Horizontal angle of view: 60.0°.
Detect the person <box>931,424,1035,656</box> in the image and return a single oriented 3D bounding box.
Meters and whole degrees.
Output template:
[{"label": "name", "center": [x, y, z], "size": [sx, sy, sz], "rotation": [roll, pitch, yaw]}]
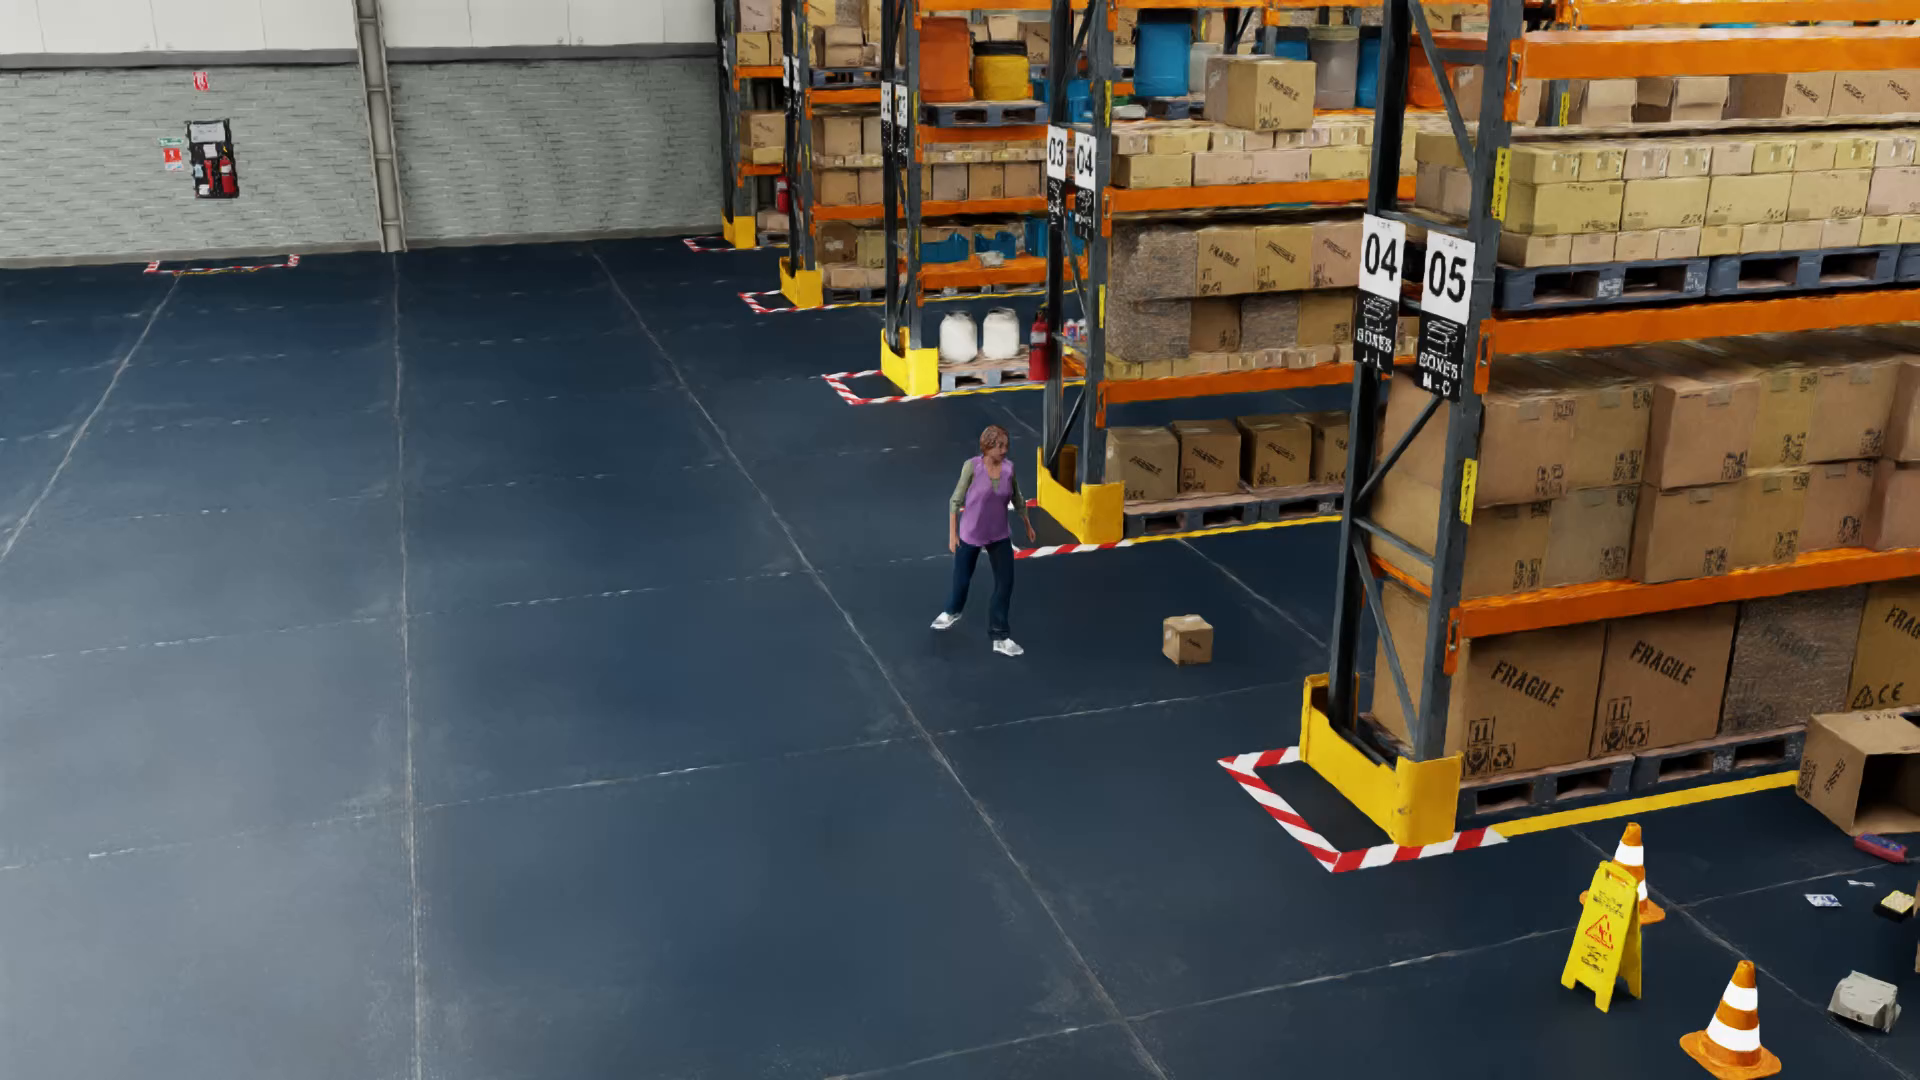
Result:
[{"label": "person", "center": [0.204, -0.042, 11.213], "size": [0.683, 1.566, 0.708], "rotation": [-7, 21, -19]}]
